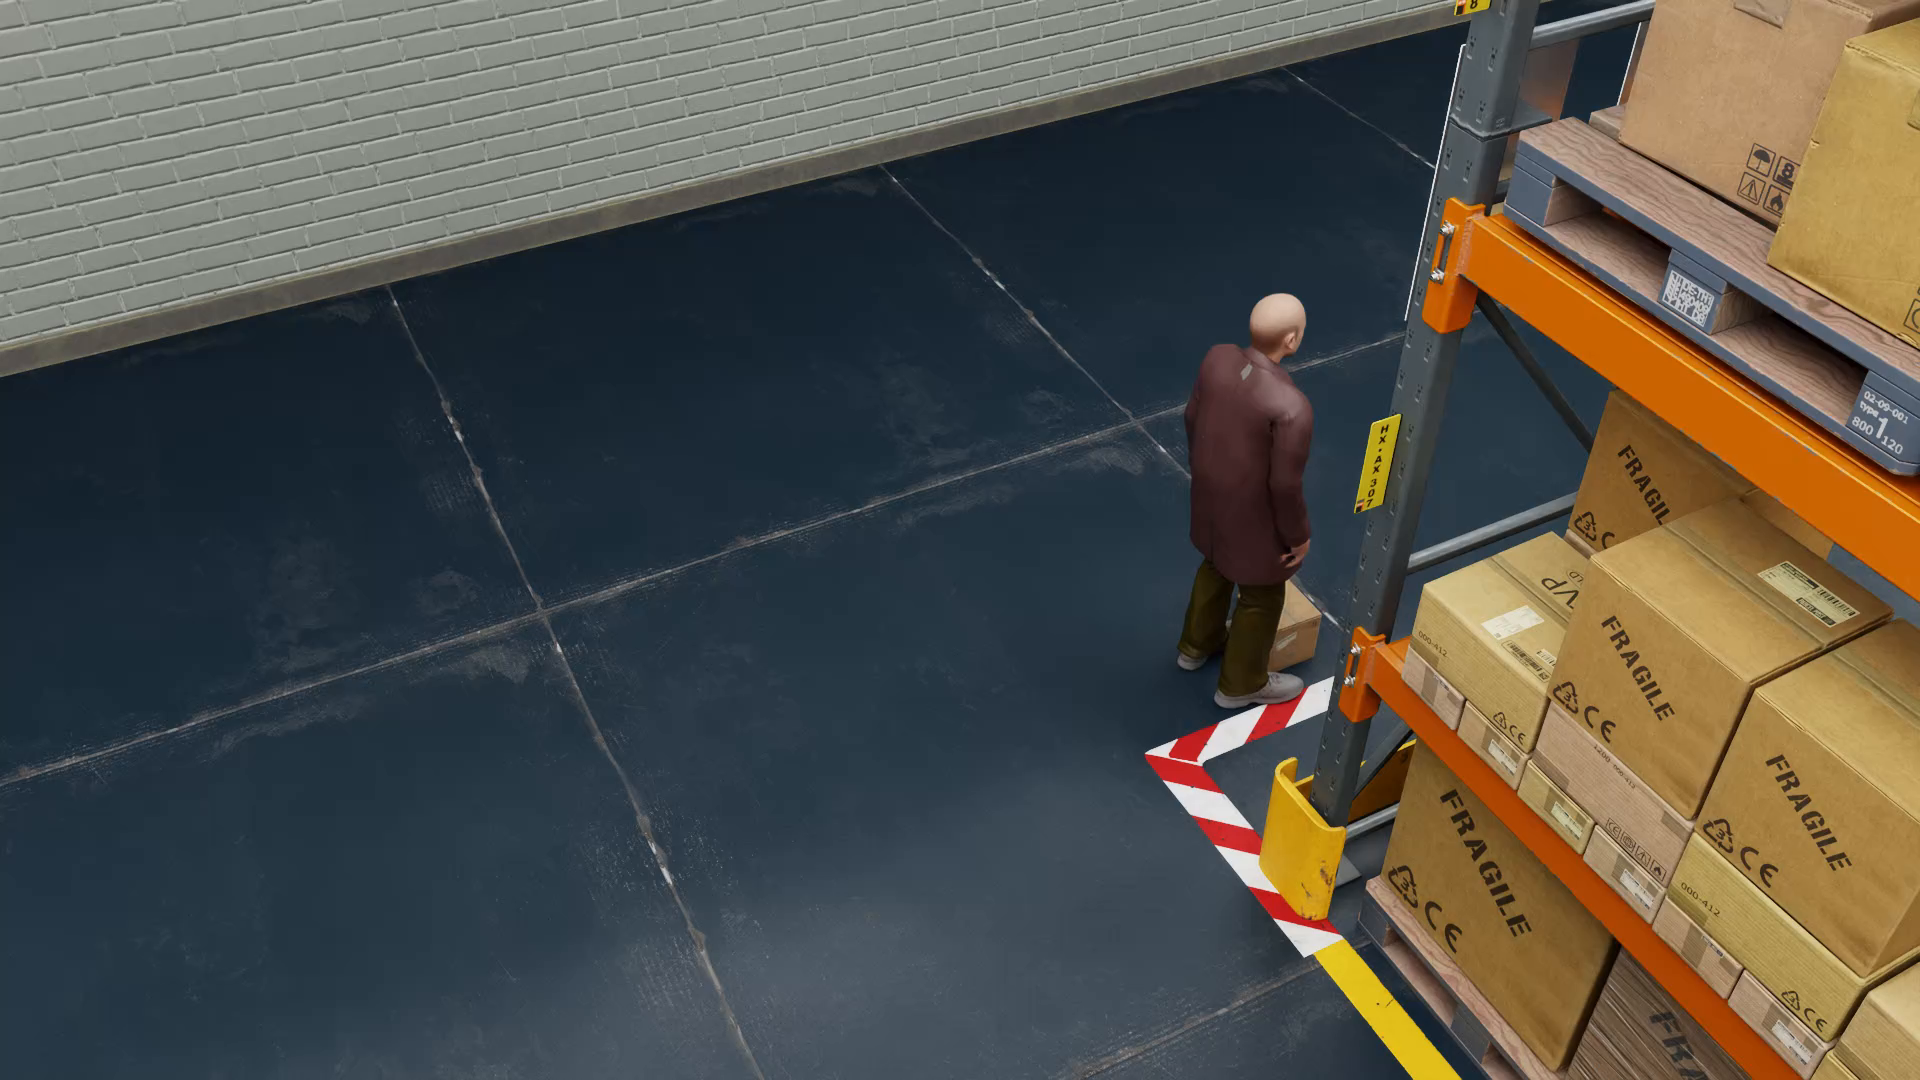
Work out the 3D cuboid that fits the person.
[{"bbox_3d":[1.090,-0.147,6.340,0.425,1.773,0.653,-21,45,-23],"label":"person"}]
